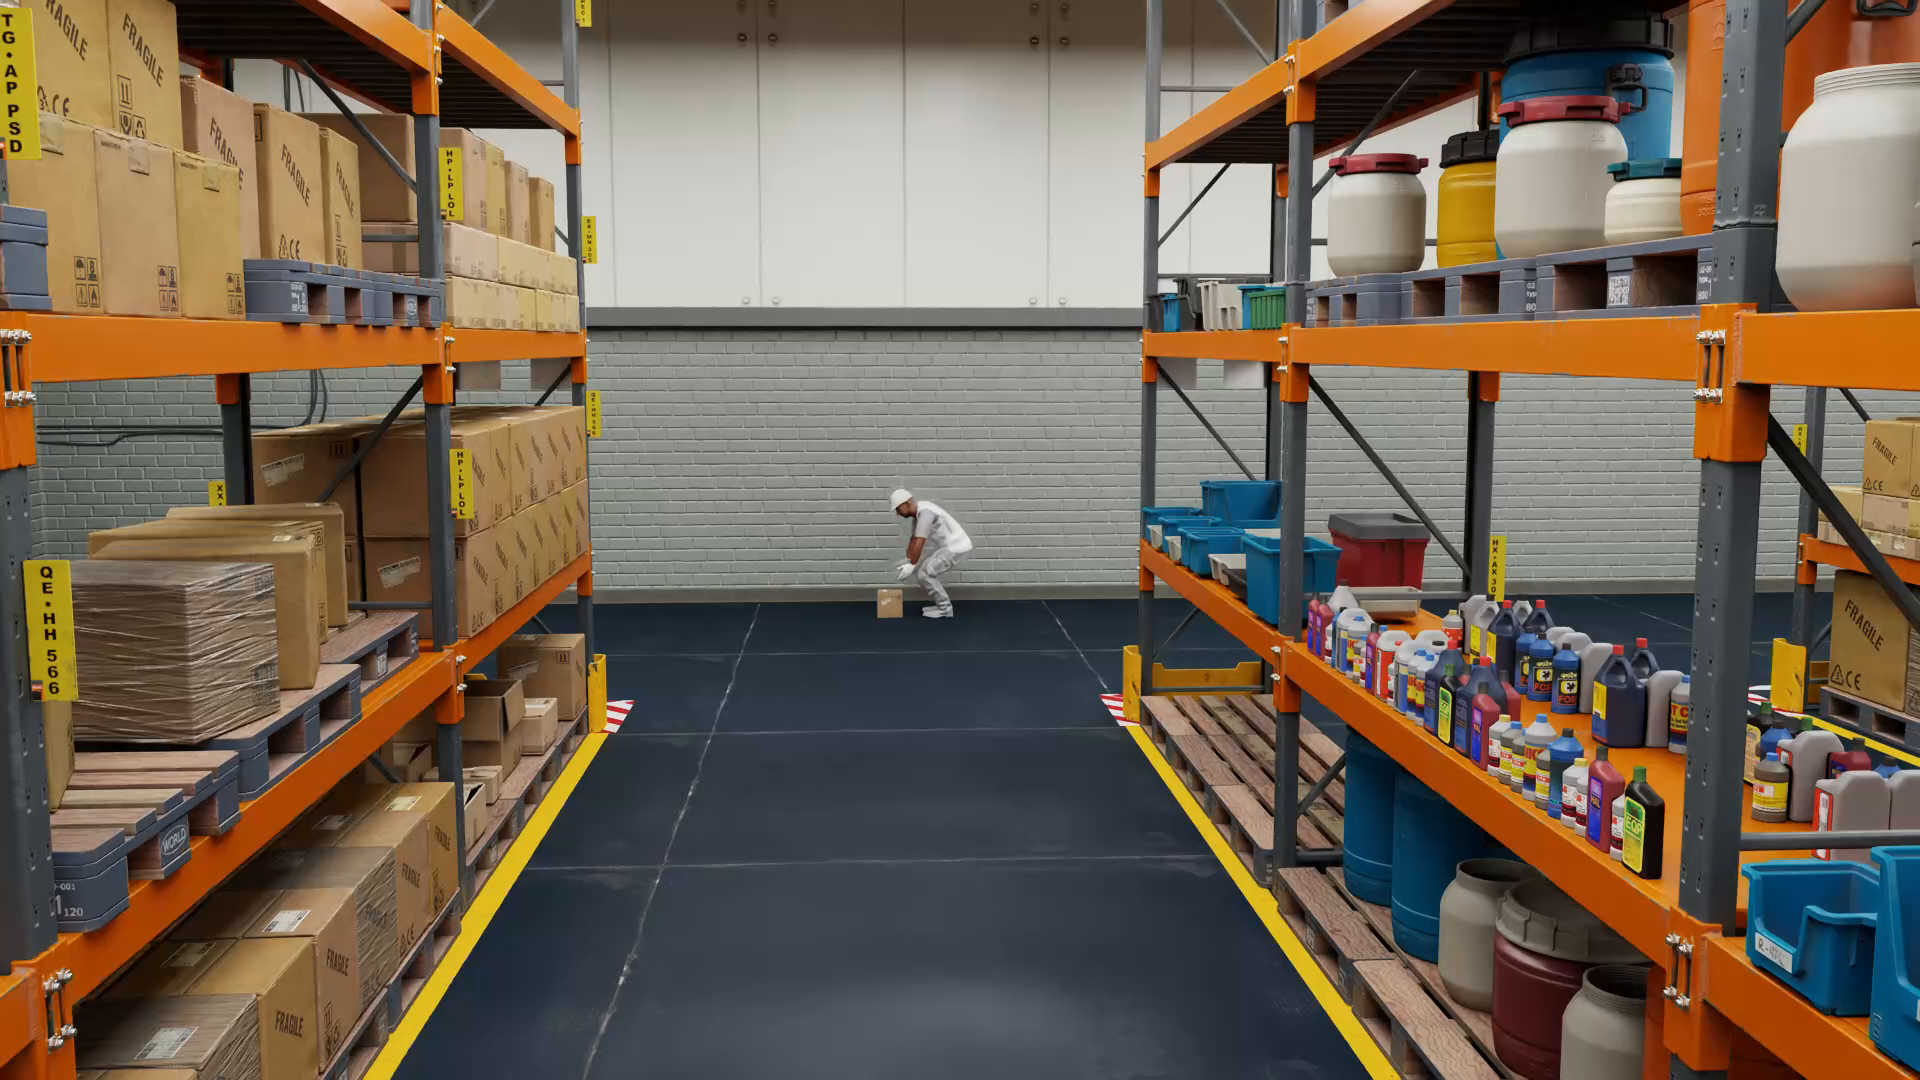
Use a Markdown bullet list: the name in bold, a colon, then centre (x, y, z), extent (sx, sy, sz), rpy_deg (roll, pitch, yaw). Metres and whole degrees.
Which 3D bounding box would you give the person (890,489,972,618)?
- **person**: centre (-0.290, 0.128, 16.684), extent (0.827, 1.288, 0.609), rpy_deg (0, 7, -4)
